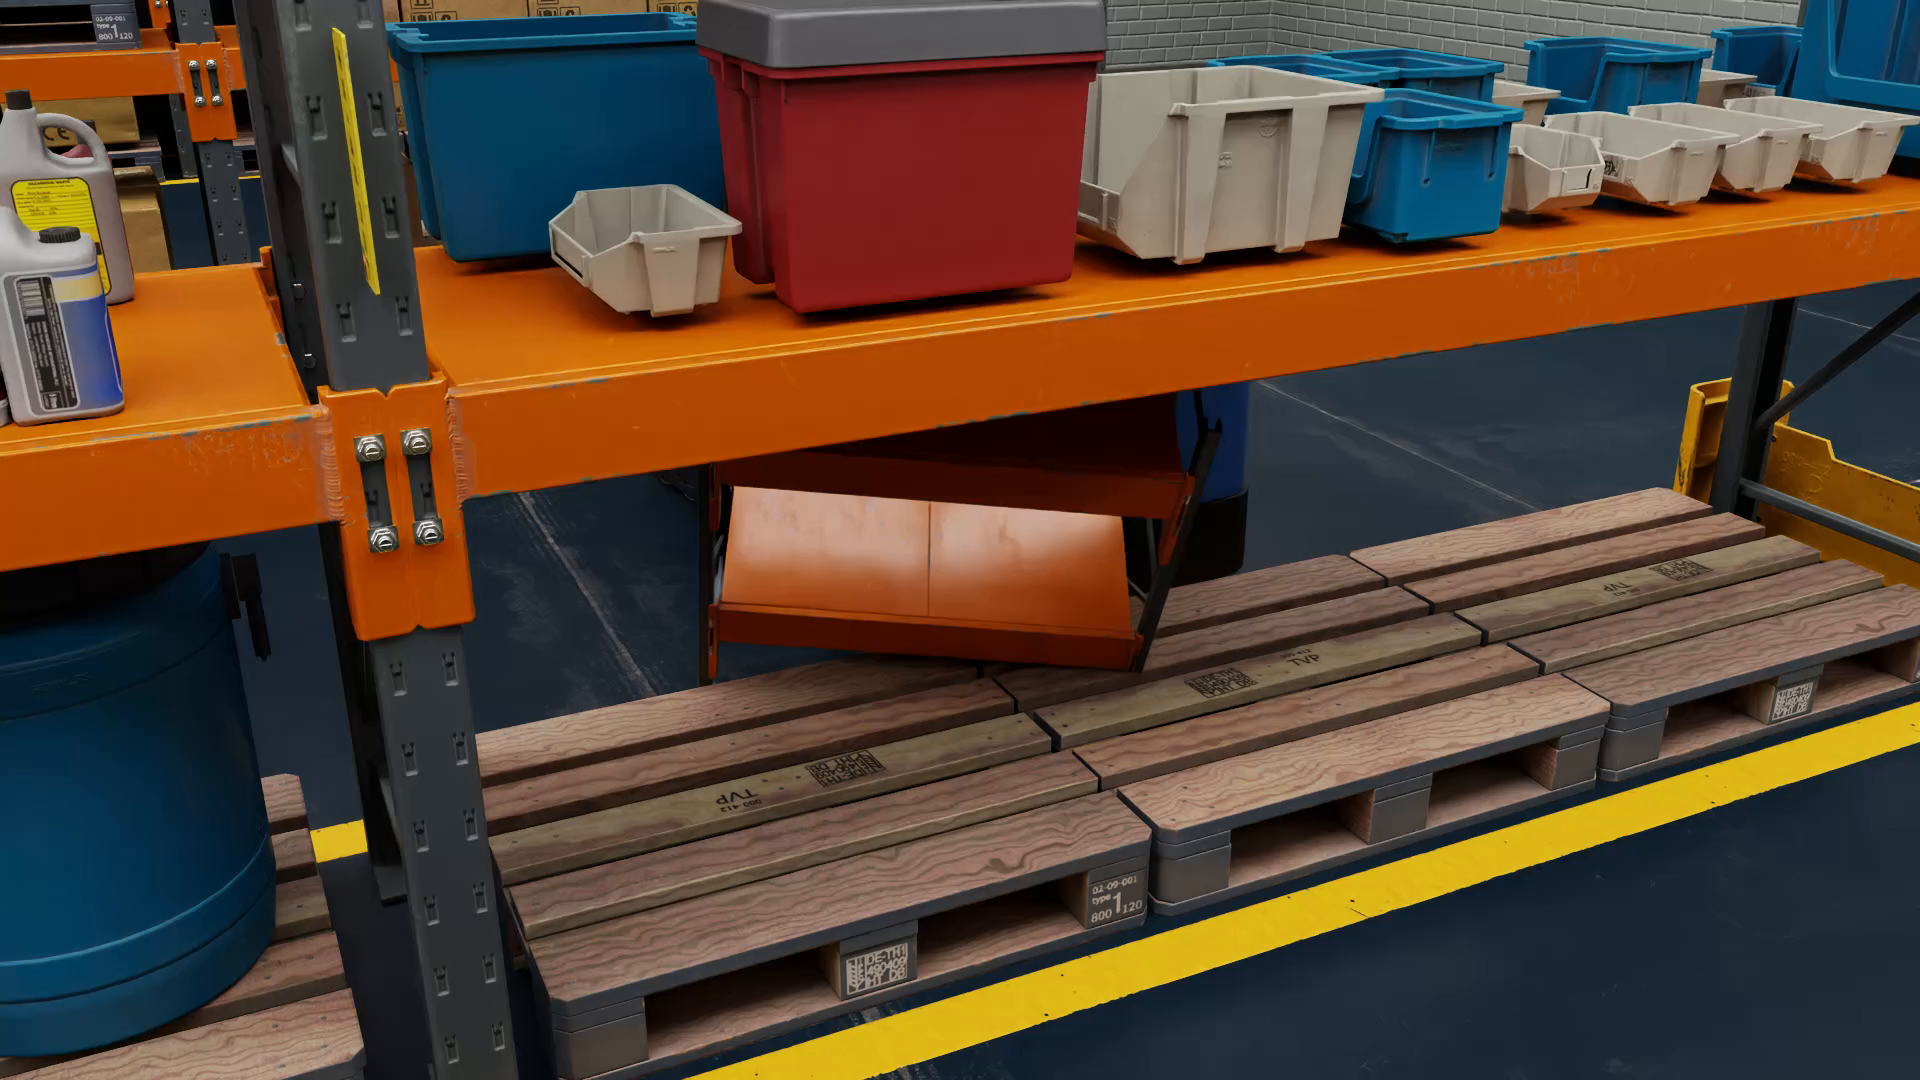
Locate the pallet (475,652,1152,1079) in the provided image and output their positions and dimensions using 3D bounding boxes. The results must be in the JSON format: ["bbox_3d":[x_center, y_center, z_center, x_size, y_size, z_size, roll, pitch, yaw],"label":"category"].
[{"bbox_3d":[-0.367,0.607,3.507,1.213,0.211,1.003,-10,25,-24],"label":"pallet"}]

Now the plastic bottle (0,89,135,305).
[{"bbox_3d":[-1.506,-0.570,2.769,0.185,0.351,0.144,-10,25,-24],"label":"plastic bottle"}]

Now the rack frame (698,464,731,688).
[{"bbox_3d":[-0.563,-0.114,3.836,0.032,1.125,0.500,4,49,-5],"label":"rack frame"}]

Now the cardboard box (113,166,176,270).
[{"bbox_3d":[-3.699,-1.306,7.175,0.500,0.500,0.500,-12,25,-26],"label":"cardboard box"}]

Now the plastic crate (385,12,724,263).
[{"bbox_3d":[-0.740,-0.761,3.109,0.575,0.384,0.392,-10,25,-24],"label":"plastic crate"}]

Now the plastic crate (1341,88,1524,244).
[{"bbox_3d":[0.853,-0.731,3.234,0.300,0.233,0.416,-10,25,-24],"label":"plastic crate"}]

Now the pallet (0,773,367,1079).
[{"bbox_3d":[-1.726,0.856,2.906,1.213,0.211,1.003,-10,25,-24],"label":"pallet"}]

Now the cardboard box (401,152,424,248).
[{"bbox_3d":[-2.767,-1.494,7.631,0.500,0.500,0.500,-10,25,-24],"label":"cardboard box"}]

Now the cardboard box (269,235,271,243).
[{"bbox_3d":[-2.685,-1.210,7.190,0.500,0.311,0.500,-10,25,-24],"label":"cardboard box"}]

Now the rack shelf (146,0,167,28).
[{"bbox_3d":[-7.111,-3.296,10.231,4.000,0.370,1.077,-10,25,-24],"label":"rack shelf"}]

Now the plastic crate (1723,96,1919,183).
[{"bbox_3d":[1.936,-0.918,3.811,0.243,0.136,0.396,-10,25,-24],"label":"plastic crate"}]

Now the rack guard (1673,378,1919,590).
[{"bbox_3d":[2.608,-0.063,4.748,0.348,0.500,1.175,-10,25,-24],"label":"rack guard"}]

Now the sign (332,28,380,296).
[{"bbox_3d":[-0.775,-0.484,2.135,0.005,0.325,0.100,-10,25,-24],"label":"sign"}]

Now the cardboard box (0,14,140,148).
[{"bbox_3d":[-5.838,-3.008,10.857,0.750,0.750,0.750,-10,25,-23],"label":"cardboard box"}]

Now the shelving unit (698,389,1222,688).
[{"bbox_3d":[-0.058,-0.076,3.881,1.048,1.125,0.538,4,49,-5],"label":"shelving unit"}]

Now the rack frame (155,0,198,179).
[{"bbox_3d":[-5.309,-3.960,10.895,0.127,3.000,1.000,-10,25,-24],"label":"rack frame"}]

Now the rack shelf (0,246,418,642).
[{"bbox_3d":[-2.814,0.118,1.983,4.000,0.370,1.077,-10,25,-24],"label":"rack shelf"}]

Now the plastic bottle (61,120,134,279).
[{"bbox_3d":[-1.528,-0.578,2.877,0.133,0.283,0.061,-10,25,-24],"label":"plastic bottle"}]

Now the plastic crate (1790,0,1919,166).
[{"bbox_3d":[2.371,-1.133,3.942,0.499,0.435,0.616,-10,25,-24],"label":"plastic crate"}]

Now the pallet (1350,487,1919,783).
[{"bbox_3d":[1.832,0.203,4.485,1.213,0.211,1.003,-10,25,-24],"label":"pallet"}]

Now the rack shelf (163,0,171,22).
[{"bbox_3d":[-3.507,-3.959,11.834,4.000,0.370,1.077,-10,25,-24],"label":"rack shelf"}]

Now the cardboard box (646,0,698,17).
[{"bbox_3d":[-1.210,-2.543,7.342,0.500,0.500,0.500,-11,25,-24],"label":"cardboard box"}]

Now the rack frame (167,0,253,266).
[{"bbox_3d":[-3.157,-2.254,6.772,0.127,3.000,1.000,-10,25,-24],"label":"rack frame"}]

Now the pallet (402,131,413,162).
[{"bbox_3d":[-3.489,-2.975,12.160,1.213,0.211,1.003,-10,25,-24],"label":"pallet"}]

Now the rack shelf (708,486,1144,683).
[{"bbox_3d":[-0.087,0.083,4.064,1.000,0.278,0.538,4,49,-5],"label":"rack shelf"}]

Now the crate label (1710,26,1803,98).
[{"bbox_3d":[2.227,-1.232,4.445,0.303,0.233,0.416,-10,25,-24],"label":"crate label"}]

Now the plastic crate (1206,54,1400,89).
[{"bbox_3d":[0.770,-0.964,3.797,0.300,0.233,0.416,-10,25,-24],"label":"plastic crate"}]

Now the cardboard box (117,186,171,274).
[{"bbox_3d":[-3.478,-1.121,6.730,0.500,0.500,0.500,-11,25,-24],"label":"cardboard box"}]

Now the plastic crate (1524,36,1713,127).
[{"bbox_3d":[1.634,-1.123,4.182,0.300,0.233,0.416,-10,25,-24],"label":"plastic crate"}]

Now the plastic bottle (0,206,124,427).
[{"bbox_3d":[-1.227,-0.312,2.243,0.135,0.276,0.152,-10,25,-24],"label":"plastic bottle"}]

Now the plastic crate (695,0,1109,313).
[{"bbox_3d":[-0.099,-0.665,2.772,0.583,0.464,0.402,-10,25,-24],"label":"plastic crate"}]

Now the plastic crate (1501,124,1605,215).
[{"bbox_3d":[1.169,-0.764,3.441,0.250,0.136,0.298,-10,25,-24],"label":"plastic crate"}]

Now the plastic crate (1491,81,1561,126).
[{"bbox_3d":[1.291,-1.051,4.132,0.298,0.136,0.250,-10,25,-24],"label":"plastic crate"}]

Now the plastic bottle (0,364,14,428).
[{"bbox_3d":[-1.320,-0.249,2.188,0.097,0.201,0.097,0,22,0],"label":"plastic bottle"}]

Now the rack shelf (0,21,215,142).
[{"bbox_3d":[-4.959,-1.589,6.108,4.000,0.370,1.077,-10,25,-24],"label":"rack shelf"}]

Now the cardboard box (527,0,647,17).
[{"bbox_3d":[-1.668,-2.459,7.137,0.500,0.500,0.500,-11,25,-24],"label":"cardboard box"}]

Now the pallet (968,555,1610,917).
[{"bbox_3d":[0.734,0.403,4.000,1.213,0.211,1.003,-10,25,-24],"label":"pallet"}]

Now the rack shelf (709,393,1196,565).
[{"bbox_3d":[-0.024,-0.267,3.662,1.000,0.278,0.538,4,49,-5],"label":"rack shelf"}]

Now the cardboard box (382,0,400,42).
[{"bbox_3d":[-2.580,-2.290,6.730,0.500,0.500,0.500,-10,24,-22],"label":"cardboard box"}]

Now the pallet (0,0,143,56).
[{"bbox_3d":[-3.925,-2.070,6.579,1.213,0.211,1.003,-10,25,-24],"label":"pallet"}]

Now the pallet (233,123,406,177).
[{"bbox_3d":[-4.590,-2.771,11.668,1.213,0.211,1.003,-10,25,-24],"label":"pallet"}]

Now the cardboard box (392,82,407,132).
[{"bbox_3d":[-4.137,-3.170,11.705,0.500,0.500,0.700,-11,25,-24],"label":"cardboard box"}]

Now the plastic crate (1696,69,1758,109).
[{"bbox_3d":[1.902,-1.163,4.404,0.298,0.136,0.250,-10,25,-24],"label":"plastic crate"}]

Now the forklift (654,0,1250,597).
[{"bbox_3d":[-0.418,-1.575,5.224,1.130,2.935,3.031,-15,27,-32],"label":"forklift"}]

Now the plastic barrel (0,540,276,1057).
[{"bbox_3d":[-1.510,0.314,2.764,0.708,0.901,0.600,-10,25,-24],"label":"plastic barrel"}]

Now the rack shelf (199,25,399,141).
[{"bbox_3d":[-1.355,-2.253,7.711,4.000,0.370,1.077,-10,25,-24],"label":"rack shelf"}]

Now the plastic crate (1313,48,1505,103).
[{"bbox_3d":[1.040,-1.014,3.918,0.300,0.233,0.416,-10,25,-24],"label":"plastic crate"}]

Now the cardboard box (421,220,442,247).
[{"bbox_3d":[-2.455,-1.415,7.898,0.250,0.149,0.380,-10,25,-24],"label":"cardboard box"}]

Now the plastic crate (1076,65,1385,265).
[{"bbox_3d":[0.444,-0.709,3.116,0.530,0.282,0.437,-10,25,-24],"label":"plastic crate"}]

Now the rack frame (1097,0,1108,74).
[{"bbox_3d":[0.447,-2.917,8.375,0.127,3.000,1.000,-10,25,-24],"label":"rack frame"}]

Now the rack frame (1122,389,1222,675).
[{"bbox_3d":[0.447,-0.037,3.926,0.032,1.125,0.500,4,49,-5],"label":"rack frame"}]

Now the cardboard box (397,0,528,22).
[{"bbox_3d":[-2.120,-2.376,6.938,0.500,0.500,0.500,-10,24,-23],"label":"cardboard box"}]

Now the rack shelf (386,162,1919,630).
[{"bbox_3d":[0.790,-0.545,3.586,4.000,0.370,1.077,-10,25,-24],"label":"rack shelf"}]

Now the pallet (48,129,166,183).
[{"bbox_3d":[-5.972,-2.518,11.056,1.213,0.211,1.003,-10,25,-24],"label":"pallet"}]

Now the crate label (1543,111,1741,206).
[{"bbox_3d":[1.428,-0.820,3.575,0.243,0.136,0.396,-10,25,-24],"label":"crate label"}]

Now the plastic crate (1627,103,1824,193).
[{"bbox_3d":[1.668,-0.874,3.707,0.243,0.136,0.396,-10,25,-24],"label":"plastic crate"}]

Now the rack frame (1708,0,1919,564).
[{"bbox_3d":[2.592,-1.209,4.250,0.127,3.000,1.000,-10,25,-24],"label":"rack frame"}]

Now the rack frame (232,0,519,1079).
[{"bbox_3d":[-1.012,-0.546,2.647,0.127,3.000,1.000,-10,25,-24],"label":"rack frame"}]

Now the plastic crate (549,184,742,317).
[{"bbox_3d":[-0.531,-0.480,2.753,0.243,0.136,0.396,-10,25,-24],"label":"plastic crate"}]
